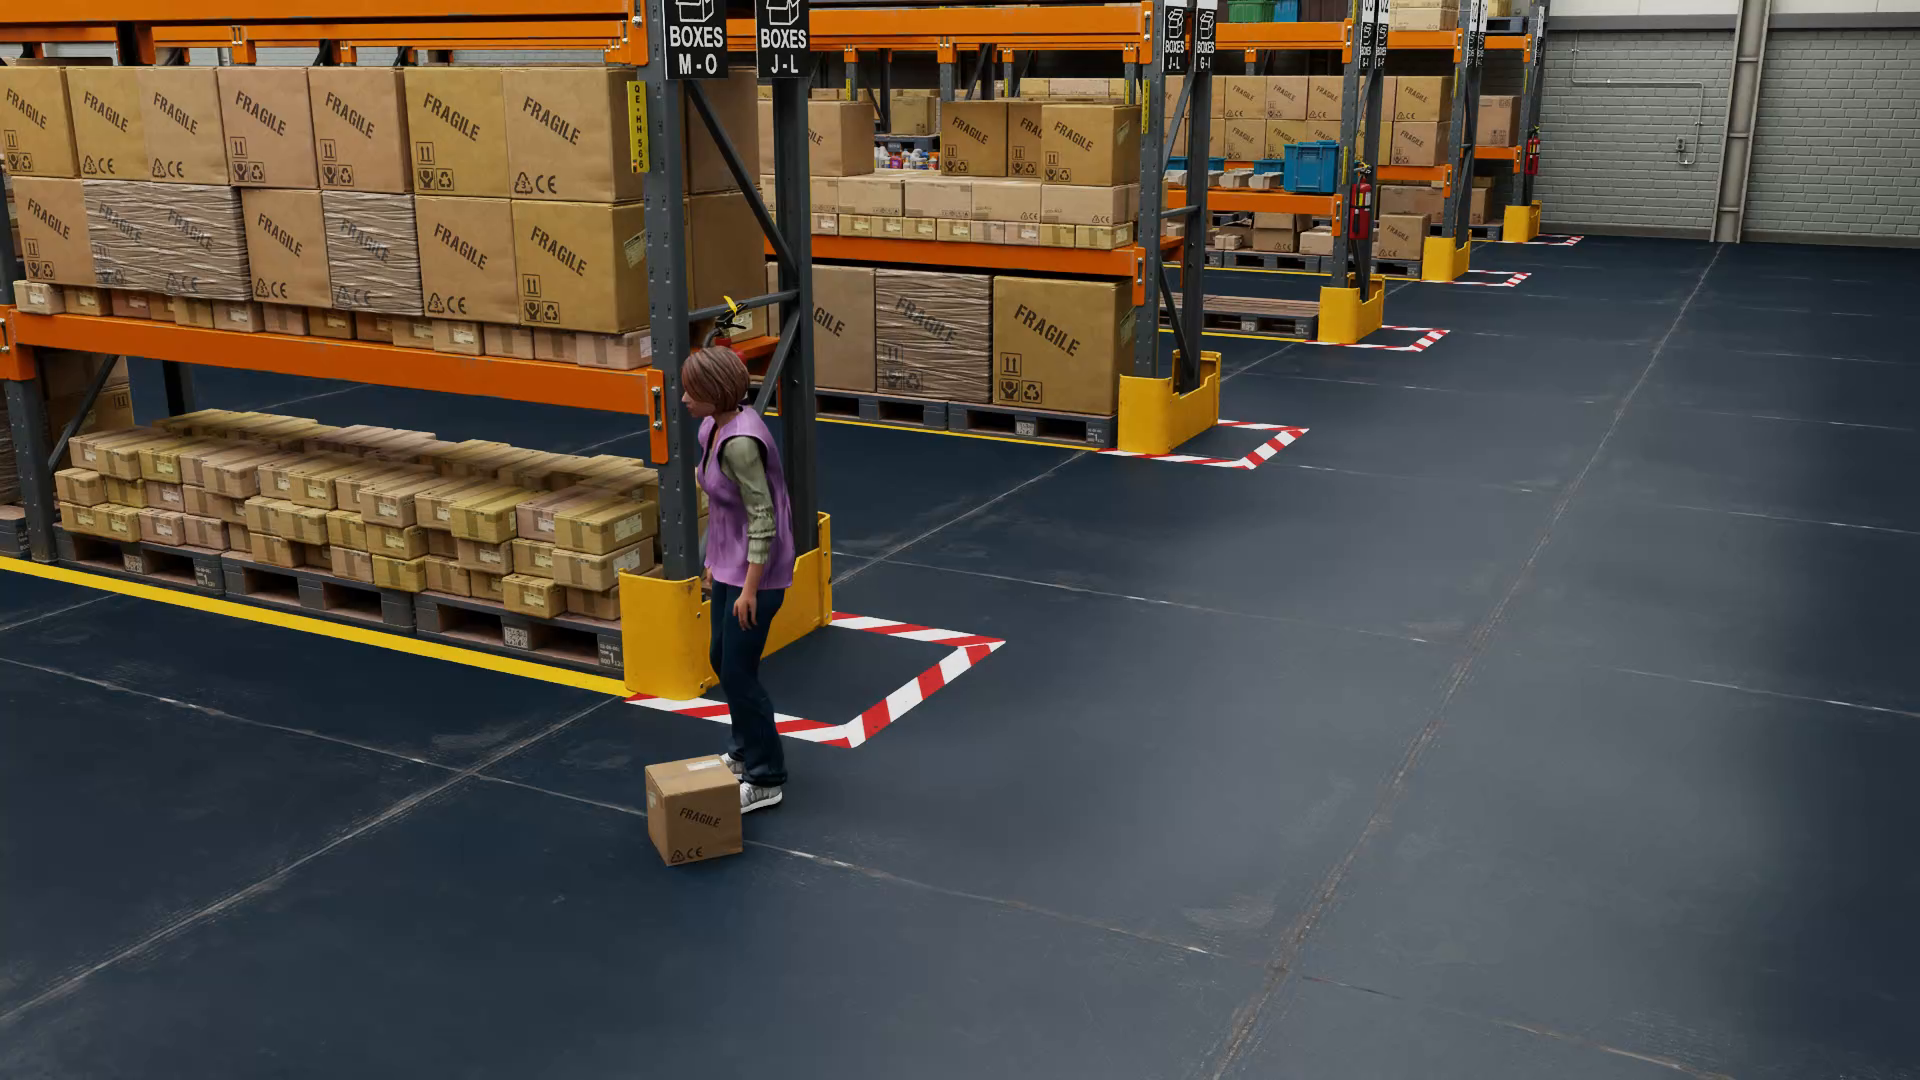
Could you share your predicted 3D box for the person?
[{"bbox_3d":[-0.742,0.133,5.591,0.346,1.592,0.484,-6,17,-20],"label":"person"}]
